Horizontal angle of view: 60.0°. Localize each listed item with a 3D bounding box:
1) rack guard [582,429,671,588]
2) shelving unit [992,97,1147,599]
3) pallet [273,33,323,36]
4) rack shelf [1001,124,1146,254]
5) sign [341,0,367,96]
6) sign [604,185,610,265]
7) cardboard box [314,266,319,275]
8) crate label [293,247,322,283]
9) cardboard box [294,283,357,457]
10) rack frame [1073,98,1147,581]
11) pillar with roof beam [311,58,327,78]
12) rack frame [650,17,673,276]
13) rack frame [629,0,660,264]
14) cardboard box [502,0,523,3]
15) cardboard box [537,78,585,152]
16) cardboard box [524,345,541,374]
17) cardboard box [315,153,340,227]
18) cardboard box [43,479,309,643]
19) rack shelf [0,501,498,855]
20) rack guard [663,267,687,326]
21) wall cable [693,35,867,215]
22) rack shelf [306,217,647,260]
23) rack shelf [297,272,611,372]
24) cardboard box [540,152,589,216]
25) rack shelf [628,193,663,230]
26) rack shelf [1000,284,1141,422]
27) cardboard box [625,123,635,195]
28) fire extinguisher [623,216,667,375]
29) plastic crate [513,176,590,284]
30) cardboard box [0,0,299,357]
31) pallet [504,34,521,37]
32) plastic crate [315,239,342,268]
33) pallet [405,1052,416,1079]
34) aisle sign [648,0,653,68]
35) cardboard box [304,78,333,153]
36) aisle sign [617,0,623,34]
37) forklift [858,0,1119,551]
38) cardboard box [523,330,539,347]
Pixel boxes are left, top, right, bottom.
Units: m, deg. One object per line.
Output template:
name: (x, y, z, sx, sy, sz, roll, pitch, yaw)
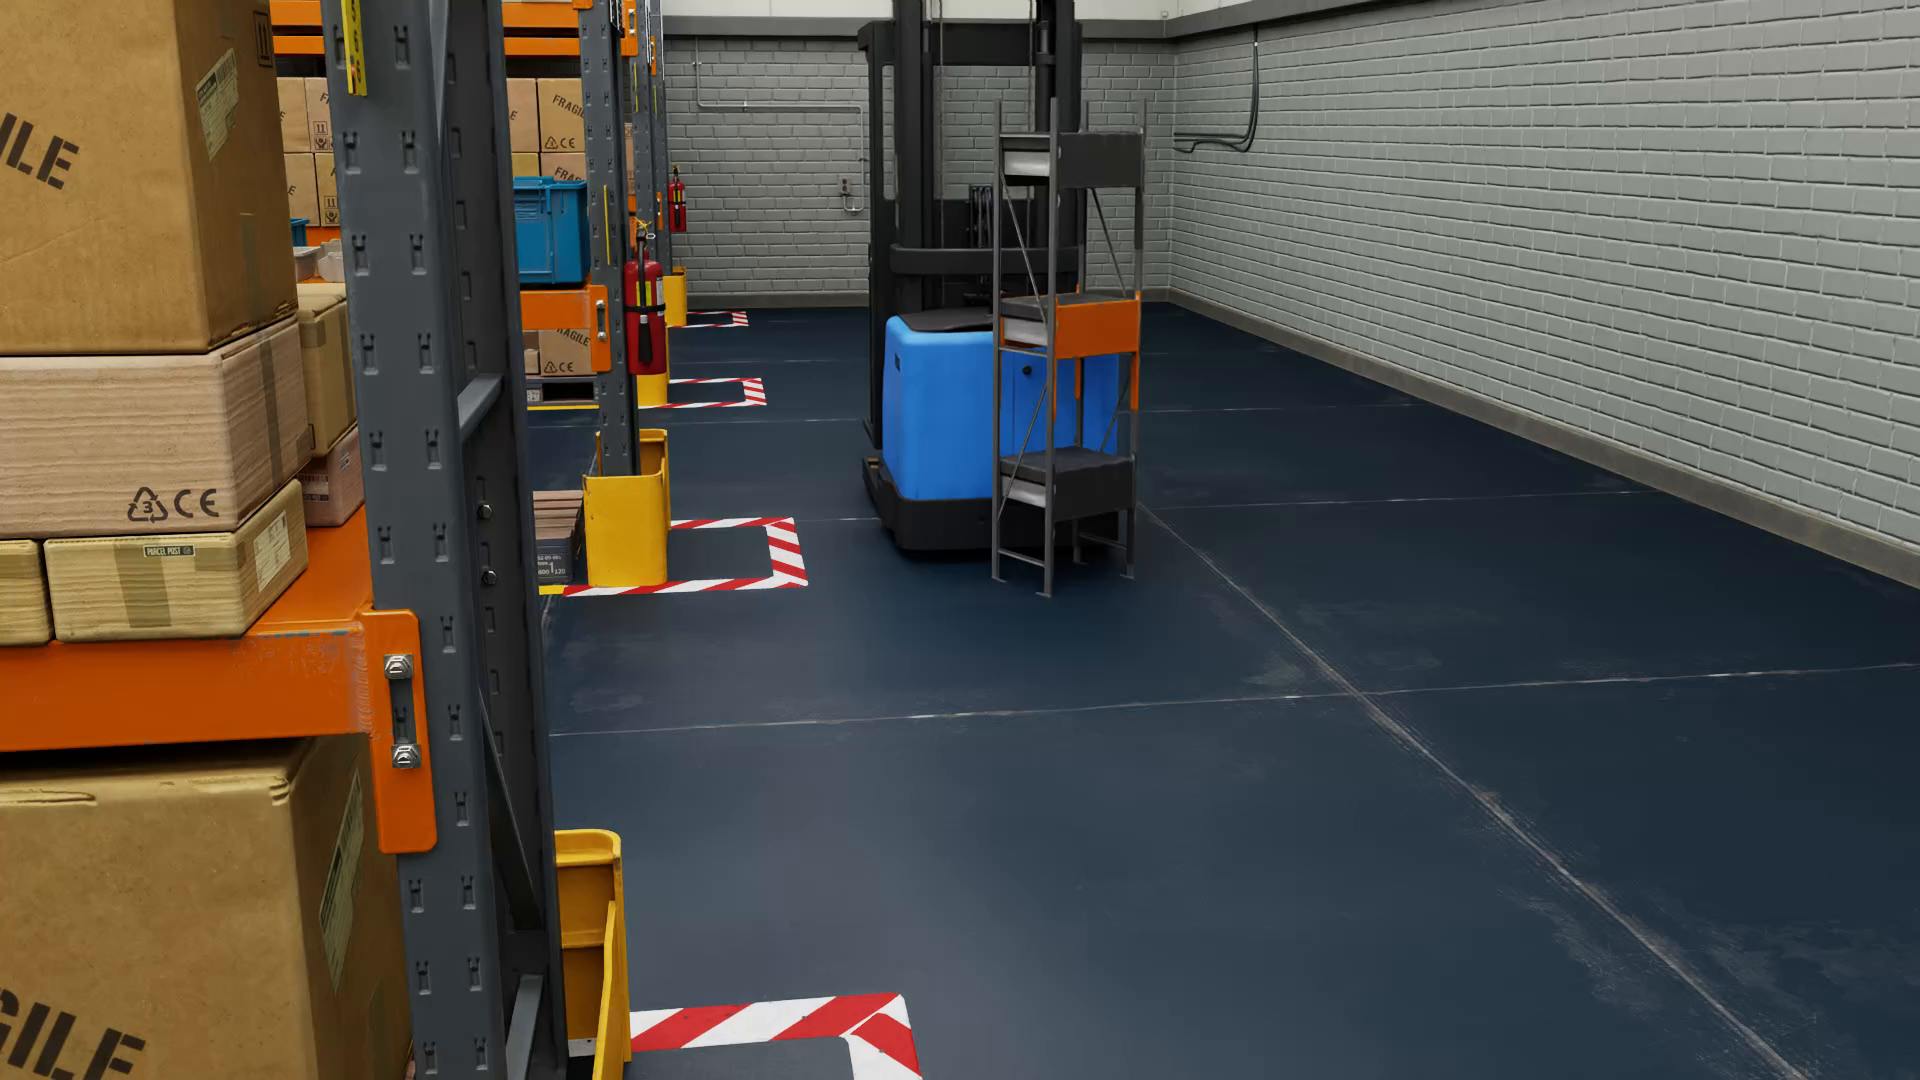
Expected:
rack guard: (-1.566, -0.174, 7.889, 0.348, 0.500, 1.175, -2, 14, -8)
shelving unit: (0.465, -0.838, 7.246, 0.503, 2.100, 0.431, -10, 17, -36)
pallet: (-6.208, -5.060, 16.247, 1.213, 0.211, 1.003, -2, 14, -8)
rack shelf: (0.465, -1.504, 7.079, 0.480, 0.518, 0.431, -10, 17, -36)
sign: (-0.783, -0.737, 2.126, 0.005, 0.325, 0.100, -2, 14, -8)
sign: (-1.490, -1.330, 7.024, 0.005, 0.325, 0.100, -2, 14, -8)
cardboard box: (-6.264, -2.614, 16.756, 0.500, 0.500, 0.700, -2, 14, -8)
crate label: (-2.928, -1.188, 7.210, 0.243, 0.136, 0.396, -2, 14, -8)
cardboard box: (-1.365, -0.310, 2.990, 0.500, 0.250, 0.500, -2, 14, -10)
rack frame: (0.659, -0.874, 7.389, 0.015, 2.100, 0.400, -10, 17, -36)
pillar with roof beam: (-5.814, -5.729, 12.565, 0.400, 9.000, 9.100, -2, 14, -8)
rack frame: (-3.064, -3.766, 17.071, 0.127, 3.000, 1.000, -2, 14, -8)
rack frame: (-2.322, -2.574, 12.320, 0.127, 3.000, 1.000, -2, 14, -8)
cardboard box: (-3.287, -3.859, 11.585, 0.500, 0.250, 0.500, -2, 14, -8)
cardboard box: (-2.721, -3.025, 11.858, 0.500, 0.500, 0.500, -2, 14, -9)
cardboard box: (-3.237, -1.341, 12.324, 0.250, 0.166, 0.380, -2, 14, -8)
cardboard box: (-4.229, -2.486, 11.764, 0.500, 0.500, 0.500, -2, 14, -9)
cardboard box: (-1.153, 0.023, 2.481, 0.250, 0.149, 0.380, -2, 14, -7)
rack shelf: (-2.828, 0.230, 2.617, 4.000, 0.370, 1.077, -2, 14, -8)
rack guard: (-3.040, -2.554, 17.378, 0.348, 0.500, 1.175, -2, 14, -8)
wall cable: (-1.938, -4.532, 18.040, 1.851, 1.984, 0.084, -2, 14, -8)
rack shelf: (-4.300, -2.153, 12.119, 4.000, 0.370, 1.077, -2, 14, -8)
rack shelf: (-3.565, -0.961, 7.367, 4.000, 0.370, 1.077, -2, 14, -8)
cardboard box: (-2.724, -2.541, 11.982, 0.500, 0.500, 0.500, -2, 14, -7)
rack shelf: (-5.041, -3.344, 16.869, 4.000, 0.370, 1.077, -2, 14, -8)
rack shelf: (0.465, -0.825, 7.249, 0.480, 0.518, 0.431, -10, 17, -36)
cardboard box: (-3.567, -3.890, 16.951, 0.700, 0.700, 0.980, -1, 14, -6)
fire extinguisher: (-1.371, -1.060, 7.209, 0.183, 0.674, 0.296, -2, 14, -8)
plastic crate: (-1.891, -1.372, 7.330, 0.499, 0.435, 0.616, -2, 14, -8)
cardboard box: (-1.293, -0.546, 2.386, 0.500, 0.500, 0.500, -2, 14, -8)
pallet: (-5.005, -5.103, 16.420, 1.213, 0.211, 1.003, -2, 14, -8)
plastic crate: (-2.881, -1.338, 7.809, 0.298, 0.136, 0.250, -2, 14, -8)
pallet: (-1.629, 1.209, 2.967, 1.213, 0.211, 1.003, -2, 14, -8)
aisle sign: (-2.298, -3.908, 12.295, 0.004, 0.787, 0.394, -2, 14, -8)
cardboard box: (-4.240, -2.968, 11.631, 0.500, 0.500, 0.500, -2, 14, -7)
aisle sign: (-1.561, -2.718, 7.548, 0.004, 0.787, 0.394, -2, 14, -8)
forklift: (0.043, -1.681, 8.898, 1.130, 2.935, 3.031, -2, 14, -8)
cardboard box: (-3.396, -1.484, 12.722, 0.500, 0.250, 0.500, -2, 14, -8)
